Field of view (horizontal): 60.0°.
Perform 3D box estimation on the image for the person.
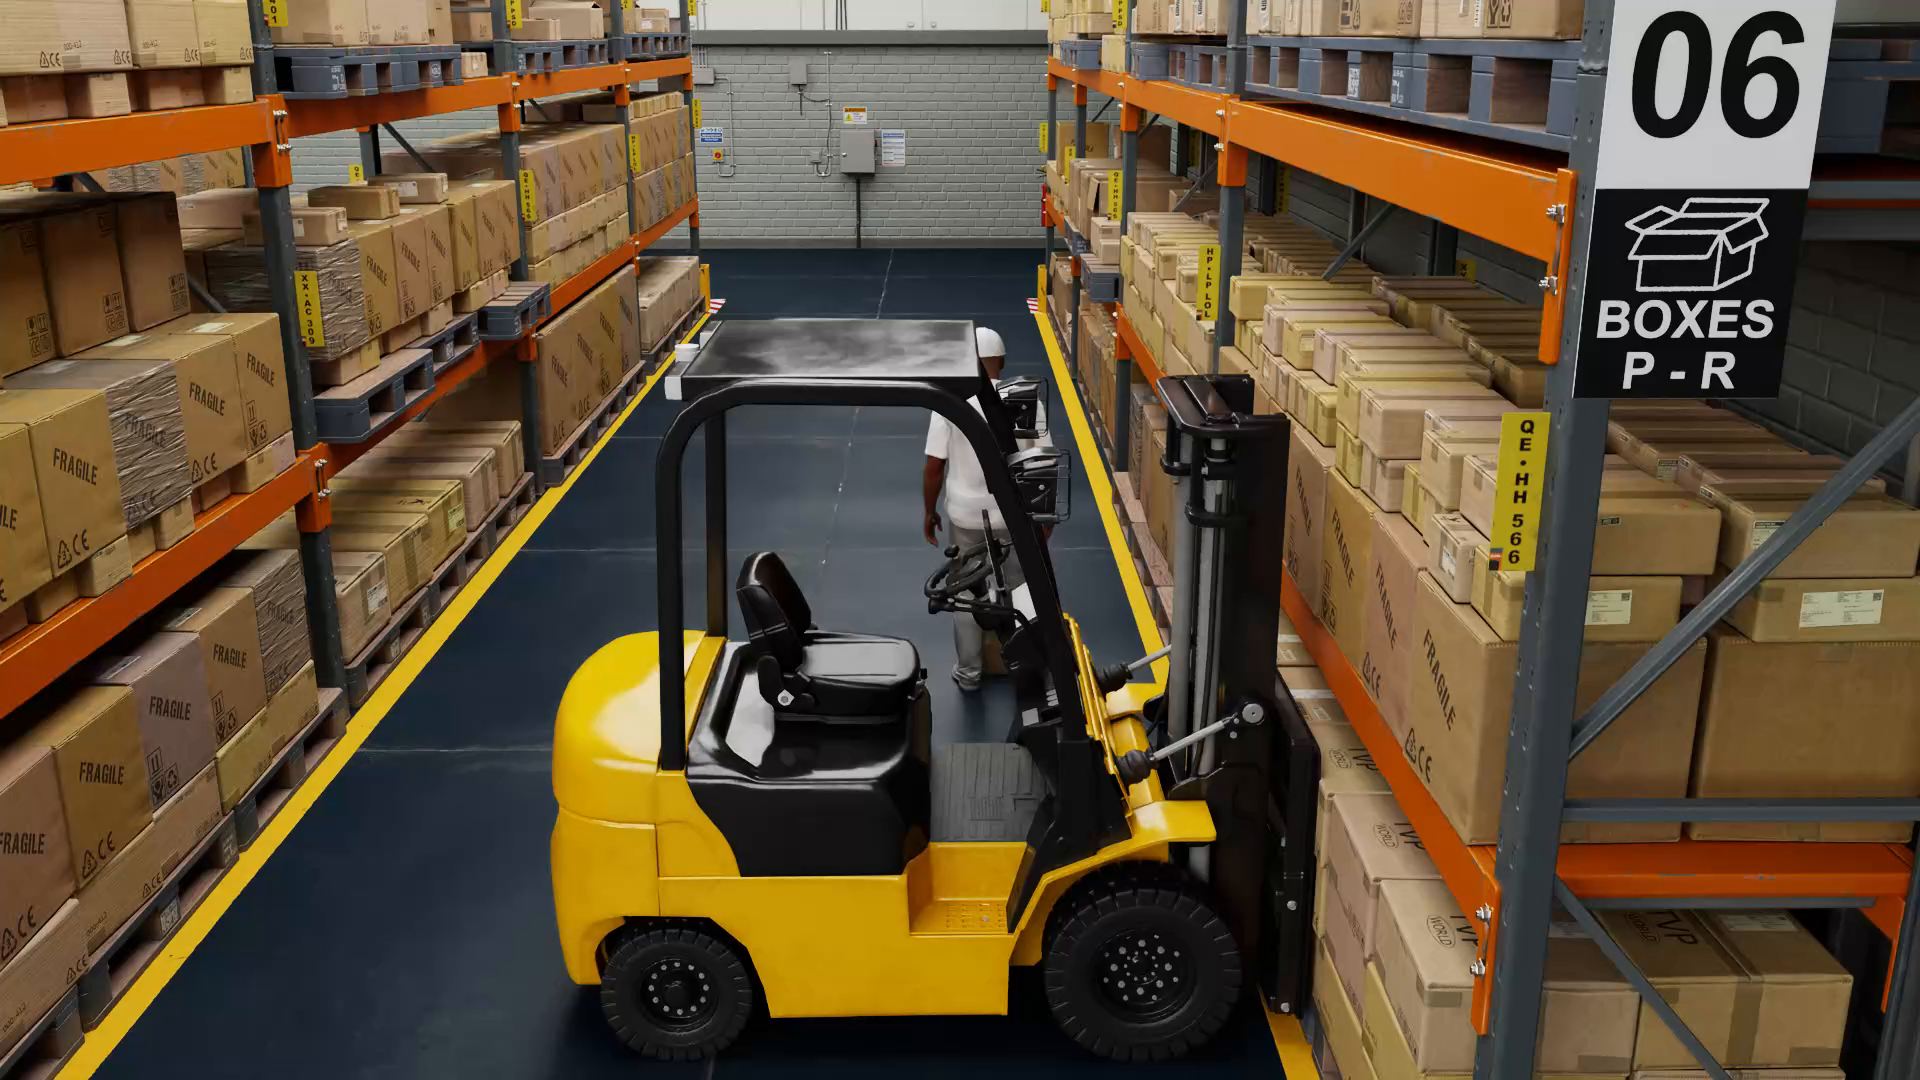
[{"bbox_3d":[0.139,-0.137,7.963,0.634,1.759,0.461,-1,17,-3],"label":"person"}]
